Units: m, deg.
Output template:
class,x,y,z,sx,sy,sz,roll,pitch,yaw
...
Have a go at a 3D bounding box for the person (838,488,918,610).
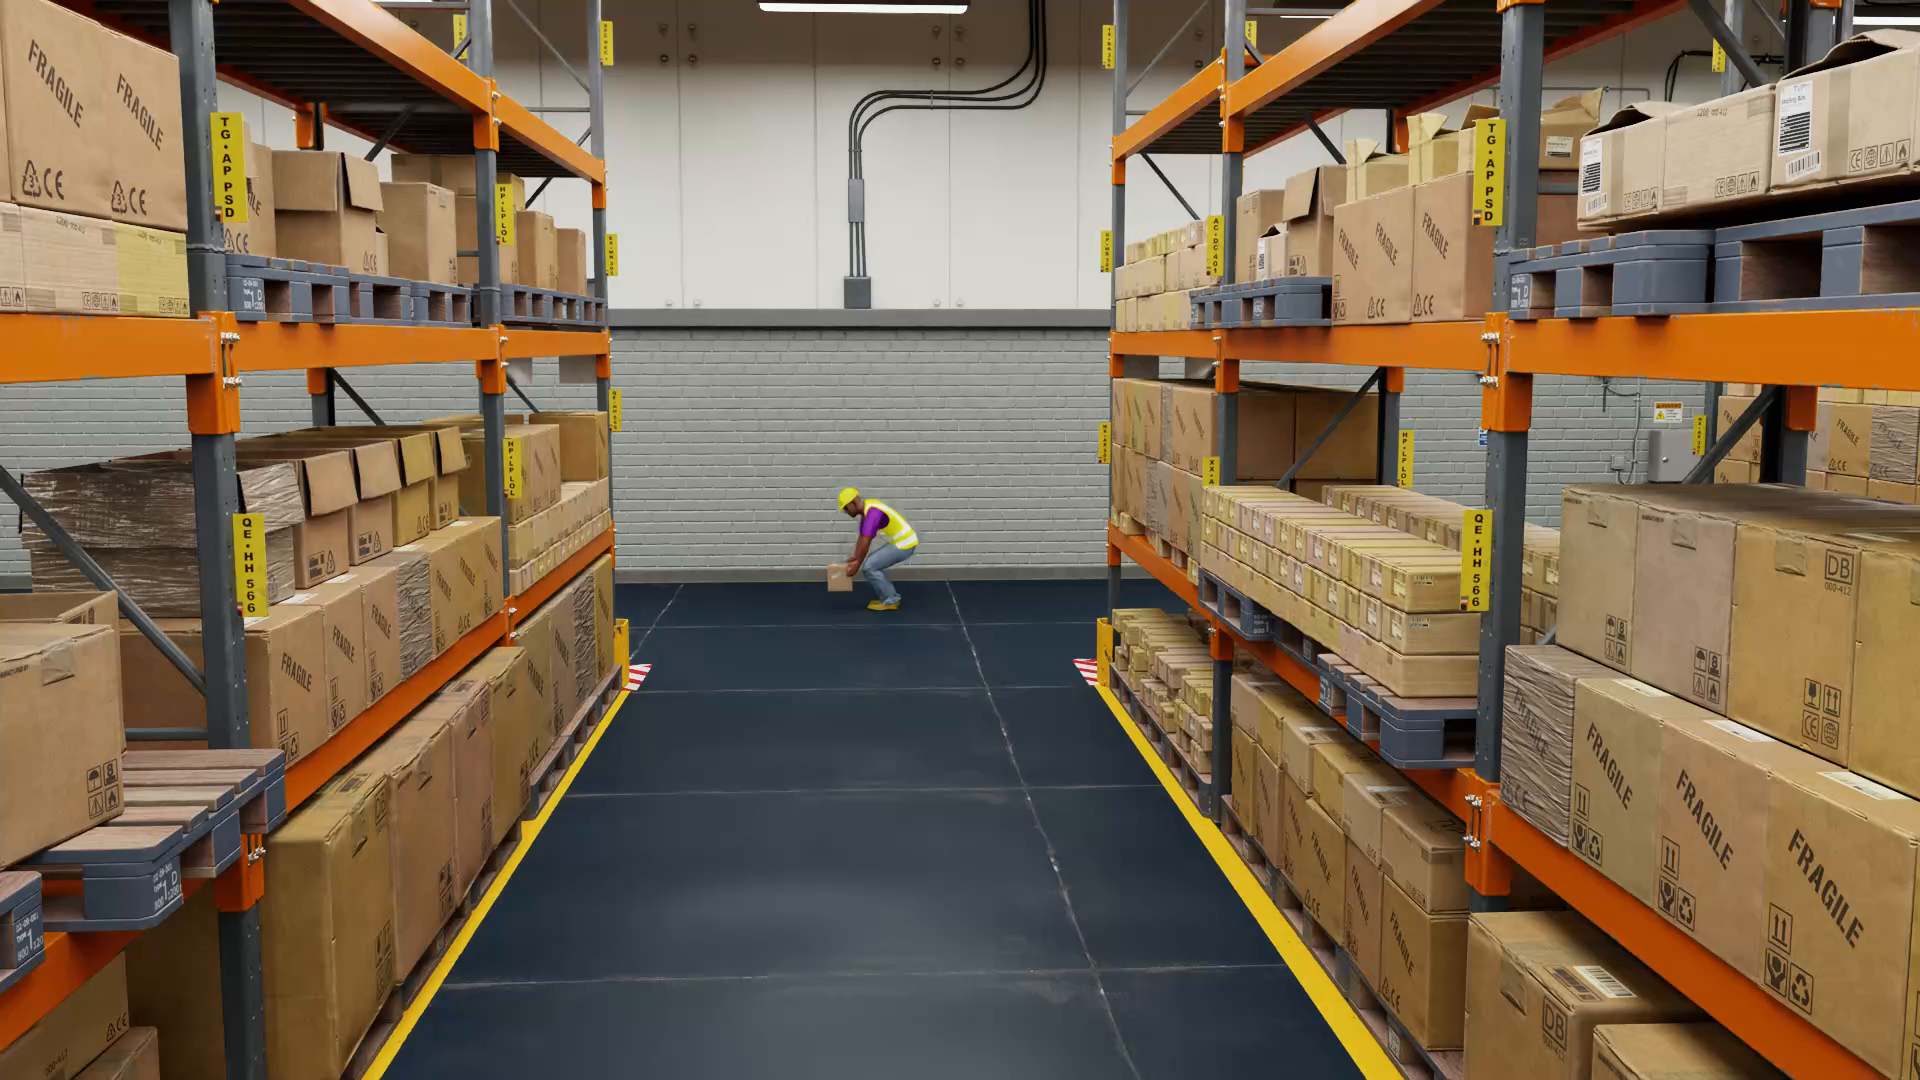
class,x,y,z,sx,sy,sz,roll,pitch,yaw
person,-0.837,0.086,17.067,0.823,1.260,0.626,0,7,-4
